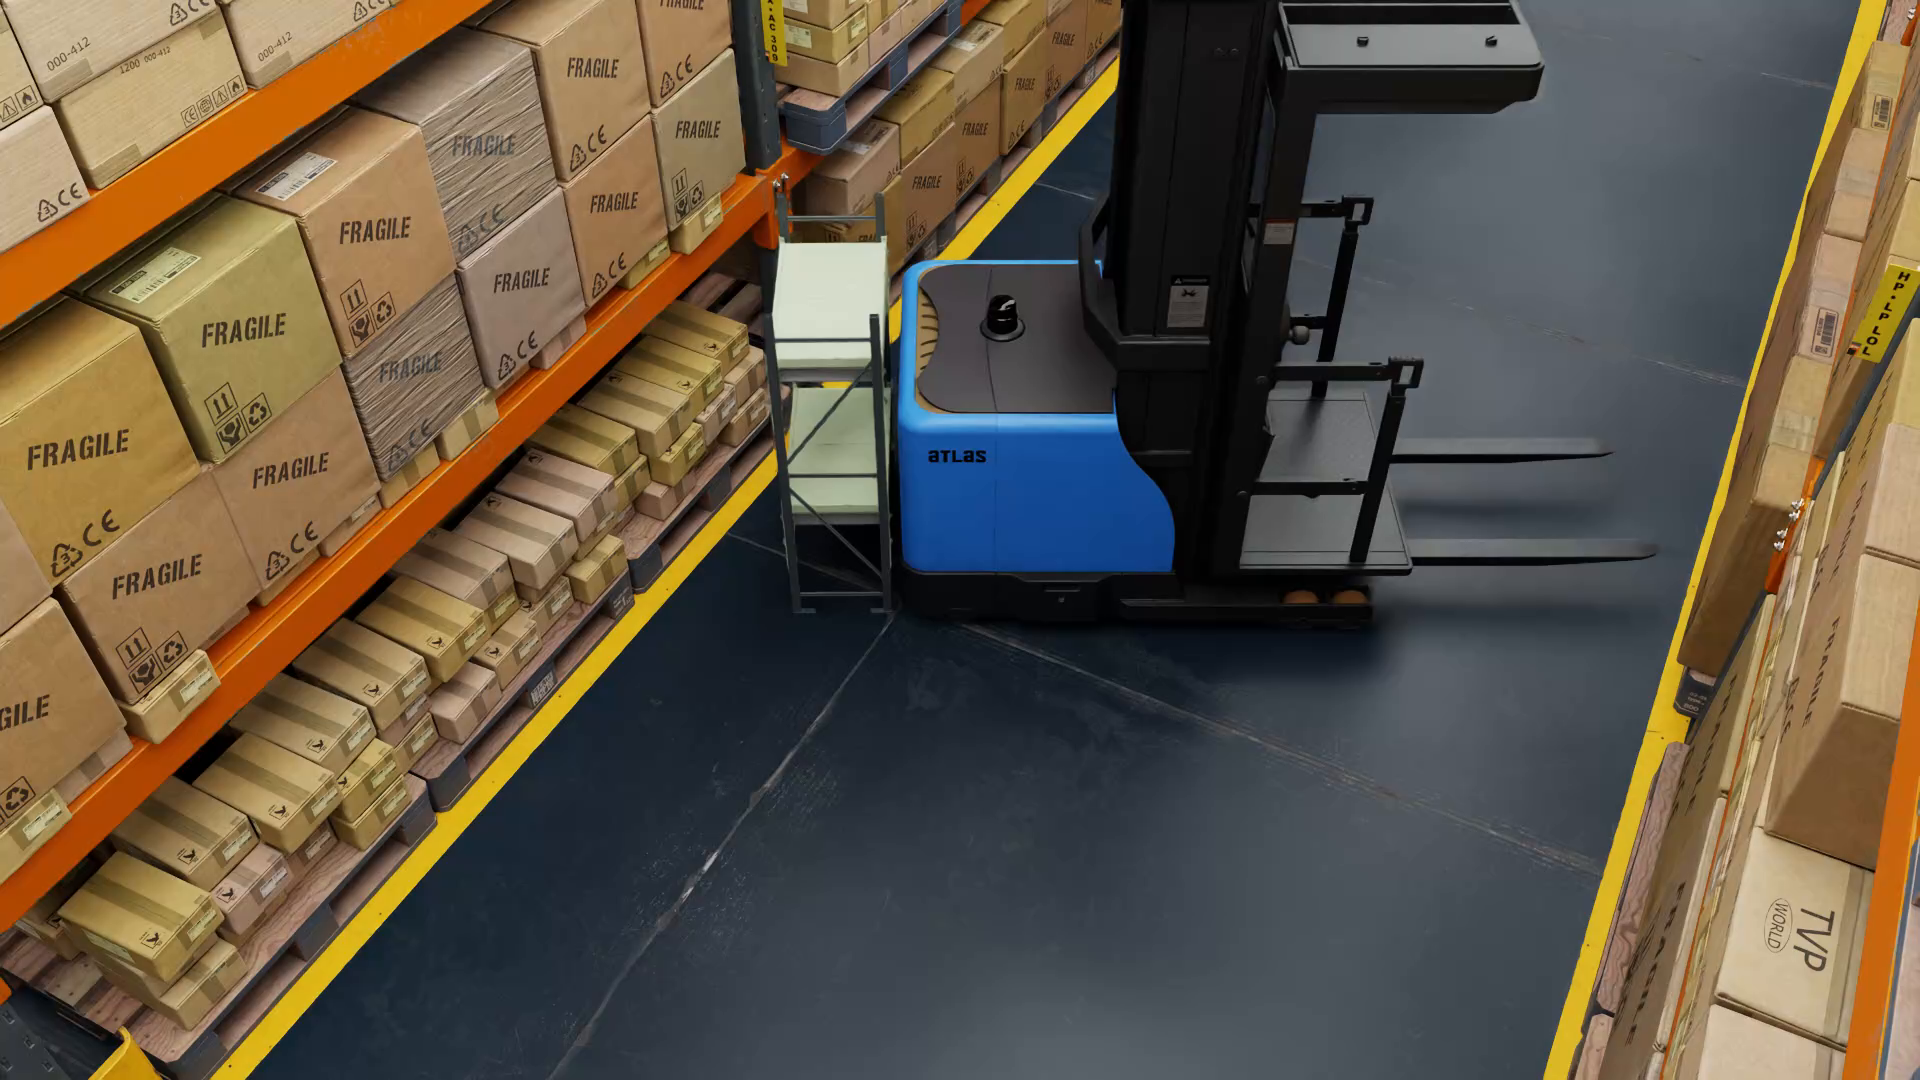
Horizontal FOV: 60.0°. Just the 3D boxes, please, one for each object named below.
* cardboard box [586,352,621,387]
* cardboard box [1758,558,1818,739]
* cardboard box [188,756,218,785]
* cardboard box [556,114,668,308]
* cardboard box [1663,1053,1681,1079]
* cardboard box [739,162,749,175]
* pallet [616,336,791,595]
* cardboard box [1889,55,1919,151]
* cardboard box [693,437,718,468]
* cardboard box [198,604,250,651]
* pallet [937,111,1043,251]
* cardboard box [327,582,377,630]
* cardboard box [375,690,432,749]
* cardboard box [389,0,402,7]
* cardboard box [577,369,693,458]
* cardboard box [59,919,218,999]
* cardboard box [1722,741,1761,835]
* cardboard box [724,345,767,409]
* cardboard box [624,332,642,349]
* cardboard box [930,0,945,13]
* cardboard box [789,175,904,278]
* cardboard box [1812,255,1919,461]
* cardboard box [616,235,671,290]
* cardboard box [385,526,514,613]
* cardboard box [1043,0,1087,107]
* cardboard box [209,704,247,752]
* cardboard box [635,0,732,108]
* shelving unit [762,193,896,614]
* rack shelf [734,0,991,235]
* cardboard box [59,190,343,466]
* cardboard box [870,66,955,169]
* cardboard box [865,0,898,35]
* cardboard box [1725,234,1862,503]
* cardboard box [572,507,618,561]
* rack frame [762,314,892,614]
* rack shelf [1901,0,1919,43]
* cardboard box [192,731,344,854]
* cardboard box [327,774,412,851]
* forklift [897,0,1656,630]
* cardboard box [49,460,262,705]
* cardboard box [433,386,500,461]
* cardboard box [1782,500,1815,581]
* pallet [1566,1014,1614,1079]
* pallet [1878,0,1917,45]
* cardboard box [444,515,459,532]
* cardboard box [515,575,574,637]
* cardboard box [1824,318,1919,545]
[{"bbox_3d":[-1.675,-0.739,7.151,0.380,0.149,0.250,21,49,19],"label":"cardboard box"},{"bbox_3d":[2.476,0.370,4.452,0.500,0.250,0.500,20,49,19],"label":"cardboard box"},{"bbox_3d":[-2.754,0.840,5.800,0.380,0.149,0.250,20,49,19],"label":"cardboard box"},{"bbox_3d":[-1.402,-1.216,5.843,0.500,0.500,0.500,19,48,18],"label":"cardboard box"},{"bbox_3d":[1.771,1.368,3.745,0.380,0.149,0.250,21,49,19],"label":"cardboard box"},{"bbox_3d":[-1.063,-1.886,7.720,0.500,0.250,0.500,19,48,18],"label":"cardboard box"},{"bbox_3d":[-1.466,-0.386,7.263,1.003,0.211,1.213,20,49,19],"label":"pallet"},{"bbox_3d":[4.079,-1.788,6.618,0.500,0.500,0.500,20,49,18],"label":"cardboard box"},{"bbox_3d":[-1.260,-0.451,7.075,0.380,0.149,0.250,22,49,20],"label":"cardboard box"},{"bbox_3d":[-2.349,0.177,4.922,0.380,0.149,0.250,23,50,21],"label":"cardboard box"},{"bbox_3d":[-0.260,-2.083,8.940,1.003,0.211,1.213,20,49,19],"label":"pallet"},{"bbox_3d":[-2.373,0.144,6.070,0.380,0.149,0.250,19,48,18],"label":"cardboard box"},{"bbox_3d":[-2.105,0.562,5.865,0.380,0.149,0.250,18,48,17],"label":"cardboard box"},{"bbox_3d":[-1.651,-1.773,4.670,0.500,0.250,0.500,20,49,19],"label":"cardboard box"},{"bbox_3d":[-1.313,-0.512,6.718,0.380,0.149,0.250,20,49,19],"label":"cardboard box"},{"bbox_3d":[-2.571,1.224,5.211,0.380,0.149,0.250,22,49,21],"label":"cardboard box"},{"bbox_3d":[2.246,0.725,4.381,0.380,0.149,0.250,20,49,19],"label":"cardboard box"},{"bbox_3d":[-1.050,-0.747,7.159,0.380,0.149,0.250,21,49,20],"label":"cardboard box"},{"bbox_3d":[-1.529,-1.007,7.207,0.380,0.149,0.250,22,49,21],"label":"cardboard box"},{"bbox_3d":[-0.234,-2.447,7.221,0.380,0.149,0.250,21,49,19],"label":"cardboard box"},{"bbox_3d":[-0.607,-1.448,7.814,0.500,0.500,0.500,22,49,21],"label":"cardboard box"},{"bbox_3d":[3.136,-0.519,5.364,0.500,0.500,0.500,21,49,19],"label":"cardboard box"},{"bbox_3d":[-1.311,-1.108,6.193,0.380,0.149,0.250,22,49,21],"label":"cardboard box"},{"bbox_3d":[-1.873,0.121,6.092,0.380,0.149,0.250,21,49,19],"label":"cardboard box"},{"bbox_3d":[0.353,-2.763,9.114,0.500,0.500,0.500,22,49,21],"label":"cardboard box"},{"bbox_3d":[-2.594,0.579,5.848,0.380,0.149,0.250,20,49,19],"label":"cardboard box"},{"bbox_3d":[-1.164,-1.906,5.823,0.500,0.500,0.500,19,48,18],"label":"cardboard box"},{"bbox_3d":[-0.479,-0.498,6.468,0.431,1.500,0.755,0,45,0],"label":"shelving unit"},{"bbox_3d":[-0.257,-2.808,8.202,1.077,0.370,4.000,20,49,19],"label":"rack shelf"},{"bbox_3d":[-2.109,-0.607,4.539,0.500,0.500,0.500,19,48,18],"label":"cardboard box"},{"bbox_3d":[-0.363,-2.048,7.880,0.500,0.250,0.500,22,49,20],"label":"cardboard box"},{"bbox_3d":[-0.476,-2.225,6.792,0.380,0.149,0.250,20,49,18],"label":"cardboard box"},{"bbox_3d":[3.854,-0.473,6.587,1.225,0.875,0.875,19,48,18],"label":"cardboard box"},{"bbox_3d":[-1.578,-0.105,6.525,0.380,0.149,0.250,22,49,20],"label":"cardboard box"},{"bbox_3d":[-0.476,-0.238,6.210,0.400,1.500,0.023,0,45,0],"label":"rack frame"},{"bbox_3d":[5.946,-3.626,9.011,1.077,0.370,4.000,20,49,19],"label":"rack shelf"},{"bbox_3d":[-2.246,0.817,5.404,0.380,0.149,0.250,20,49,19],"label":"cardboard box"},{"bbox_3d":[-2.141,0.874,5.766,0.380,0.149,0.250,21,49,20],"label":"cardboard box"},{"bbox_3d":[1.275,-1.052,6.009,3.031,2.935,1.130,0,45,0],"label":"forklift"},{"bbox_3d":[-2.363,0.042,4.600,0.500,0.500,0.500,21,49,19],"label":"cardboard box"},{"bbox_3d":[-1.773,-0.446,5.539,0.380,0.149,0.250,21,49,20],"label":"cardboard box"},{"bbox_3d":[2.729,0.065,5.033,0.380,0.149,0.250,21,49,19],"label":"cardboard box"},{"bbox_3d":[2.174,2.106,4.801,1.003,0.211,1.213,20,49,19],"label":"pallet"},{"bbox_3d":[5.949,-2.896,9.744,1.003,0.211,1.213,20,49,19],"label":"pallet"},{"bbox_3d":[-2.206,-0.101,6.521,0.380,0.149,0.250,20,49,19],"label":"cardboard box"},{"bbox_3d":[-1.727,0.208,6.425,0.380,0.149,0.250,21,49,20],"label":"cardboard box"},{"bbox_3d":[2.712,-0.197,4.485,0.500,0.500,0.500,20,49,19],"label":"cardboard box"}]
